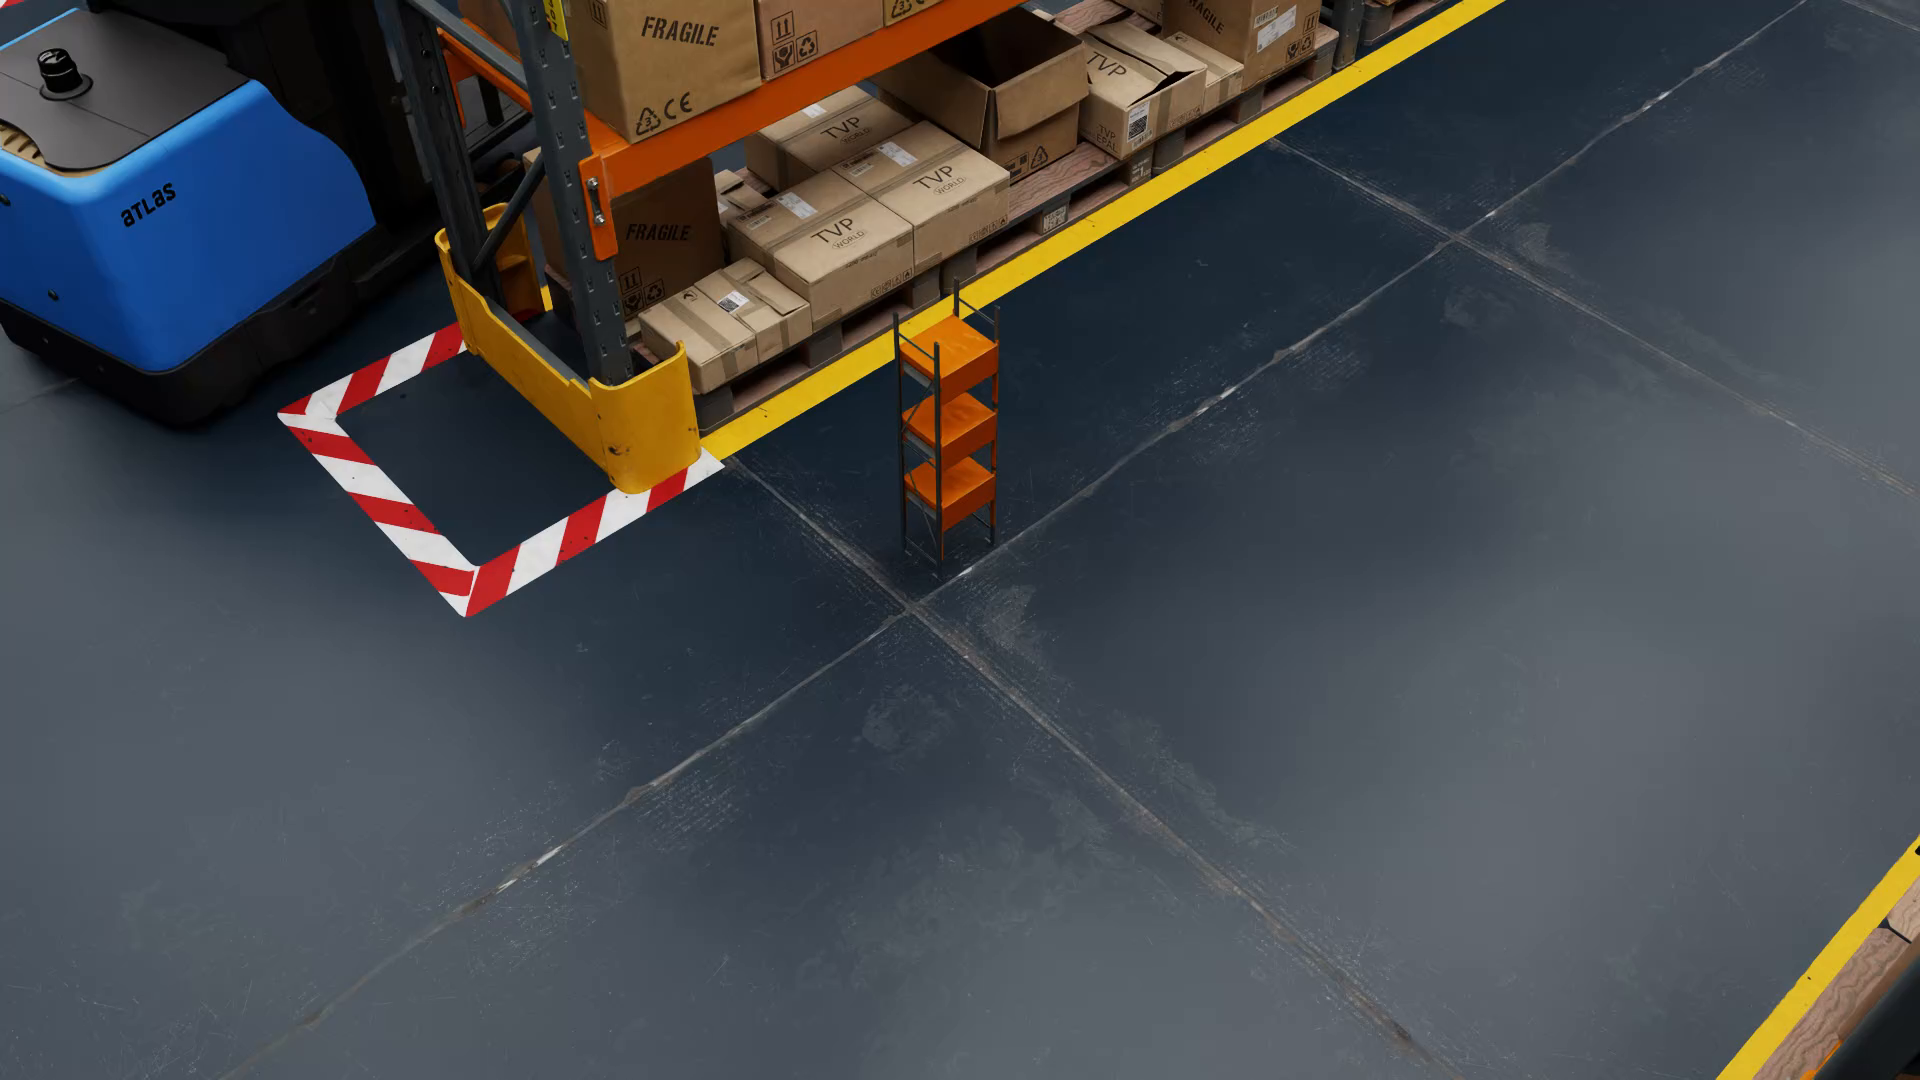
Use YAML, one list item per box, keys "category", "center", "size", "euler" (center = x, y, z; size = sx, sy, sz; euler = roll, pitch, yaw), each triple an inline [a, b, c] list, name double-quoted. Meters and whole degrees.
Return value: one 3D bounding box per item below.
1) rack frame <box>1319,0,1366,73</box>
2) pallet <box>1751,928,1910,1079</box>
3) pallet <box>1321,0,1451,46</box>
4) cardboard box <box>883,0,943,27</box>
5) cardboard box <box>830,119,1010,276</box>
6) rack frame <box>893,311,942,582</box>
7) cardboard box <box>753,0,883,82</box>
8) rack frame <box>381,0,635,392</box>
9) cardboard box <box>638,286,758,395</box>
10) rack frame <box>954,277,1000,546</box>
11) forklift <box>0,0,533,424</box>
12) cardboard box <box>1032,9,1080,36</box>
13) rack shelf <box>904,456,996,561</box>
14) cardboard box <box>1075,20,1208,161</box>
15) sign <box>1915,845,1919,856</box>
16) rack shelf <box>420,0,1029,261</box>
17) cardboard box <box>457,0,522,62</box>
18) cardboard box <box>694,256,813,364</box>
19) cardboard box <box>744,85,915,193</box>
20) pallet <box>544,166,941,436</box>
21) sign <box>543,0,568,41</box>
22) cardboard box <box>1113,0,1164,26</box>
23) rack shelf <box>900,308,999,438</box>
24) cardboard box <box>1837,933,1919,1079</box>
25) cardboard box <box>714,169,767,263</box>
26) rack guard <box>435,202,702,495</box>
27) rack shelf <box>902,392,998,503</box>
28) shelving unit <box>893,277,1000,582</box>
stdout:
- category: "rack frame"
  center: [1.471, -3.501, 6.940]
  size: [0.127, 3.000, 1.000]
  euler: [-34, 56, -27]
- category: "pallet"
  center: [2.386, 1.676, 4.060]
  size: [1.213, 0.211, 1.003]
  euler: [-34, 56, -27]
- category: "pallet"
  center: [2.048, -2.979, 8.355]
  size: [1.213, 0.211, 1.003]
  euler: [-34, 56, -27]
- category: "cardboard box"
  center: [-0.231, -2.138, 5.614]
  size: [0.500, 0.500, 0.500]
  euler: [-34, 56, -27]
- category: "cardboard box"
  center: [-0.155, -1.350, 6.526]
  size: [0.500, 0.250, 0.500]
  euler: [-34, 56, -27]
- category: "rack frame"
  center: [-0.130, -0.269, 5.284]
  size: [0.008, 1.050, 0.200]
  euler: [-34, 56, -27]
- category: "cardboard box"
  center: [-0.604, -1.892, 5.386]
  size: [0.500, 0.500, 0.500]
  euler: [-34, 56, -27]
- category: "rack frame"
  center: [-1.488, -1.524, 5.115]
  size: [0.127, 3.000, 1.000]
  euler: [-34, 56, -27]
- category: "cardboard box"
  center: [-0.947, -0.726, 6.020]
  size: [0.250, 0.149, 0.380]
  euler: [-34, 56, -27]
- category: "rack frame"
  center: [0.051, -0.390, 5.395]
  size: [0.008, 1.050, 0.200]
  euler: [-34, 56, -27]
- category: "forklift"
  center: [-2.465, -2.487, 6.050]
  size: [1.130, 2.935, 3.031]
  euler: [24, 52, 21]
- category: "cardboard box"
  center: [0.382, -2.167, 7.337]
  size: [0.250, 0.166, 0.380]
  euler: [-34, 56, -27]
- category: "rack shelf"
  center: [-0.040, -0.134, 5.552]
  size: [0.240, 0.259, 0.215]
  euler: [-34, 56, -27]
- category: "cardboard box"
  center: [0.686, -1.932, 7.022]
  size: [0.500, 0.311, 0.500]
  euler: [-34, 56, -27]
- category: "sign"
  center: [1.492, 0.393, 2.397]
  size: [0.005, 0.325, 0.100]
  euler: [-34, 56, -27]
- category: "rack shelf"
  center: [-0.008, -2.269, 6.292]
  size: [4.000, 0.370, 1.077]
  euler: [-34, 56, -27]
- category: "cardboard box"
  center: [-1.340, -1.927, 5.419]
  size: [0.500, 0.500, 0.500]
  euler: [-32, 55, -26]
- category: "cardboard box"
  center: [-0.762, -0.856, 6.127]
  size: [0.250, 0.166, 0.380]
  euler: [-34, 56, -27]
- category: "cardboard box"
  center: [-0.528, -1.597, 6.754]
  size: [0.500, 0.250, 0.500]
  euler: [-34, 56, -27]
- category: "pallet"
  center: [-0.843, -1.010, 6.539]
  size: [1.213, 0.211, 1.003]
  euler: [-34, 56, -27]
- category: "sign"
  center: [-1.123, -1.522, 4.525]
  size: [0.005, 0.325, 0.100]
  euler: [-34, 56, -27]
- category: "cardboard box"
  center: [1.015, -2.649, 7.683]
  size: [0.500, 0.311, 0.500]
  euler: [-34, 56, -27]
- category: "rack shelf"
  center: [-0.040, -0.515, 5.139]
  size: [0.240, 0.259, 0.215]
  euler: [-34, 56, -27]
- category: "cardboard box"
  center: [2.218, 0.809, 2.759]
  size: [0.700, 0.700, 0.980]
  euler: [-31, 55, -26]
- category: "cardboard box"
  center: [-0.891, -1.266, 6.506]
  size: [0.250, 0.166, 0.380]
  euler: [-34, 56, -27]
- category: "rack guard"
  center: [-1.432, -0.714, 6.068]
  size: [0.348, 0.500, 1.175]
  euler: [-34, 56, -27]
- category: "rack shelf"
  center: [-0.040, -0.322, 5.348]
  size: [0.240, 0.259, 0.215]
  euler: [-34, 56, -27]
- category: "shelving unit"
  center: [-0.040, -0.330, 5.340]
  size: [0.252, 1.050, 0.215]
  euler: [-34, 56, -27]
